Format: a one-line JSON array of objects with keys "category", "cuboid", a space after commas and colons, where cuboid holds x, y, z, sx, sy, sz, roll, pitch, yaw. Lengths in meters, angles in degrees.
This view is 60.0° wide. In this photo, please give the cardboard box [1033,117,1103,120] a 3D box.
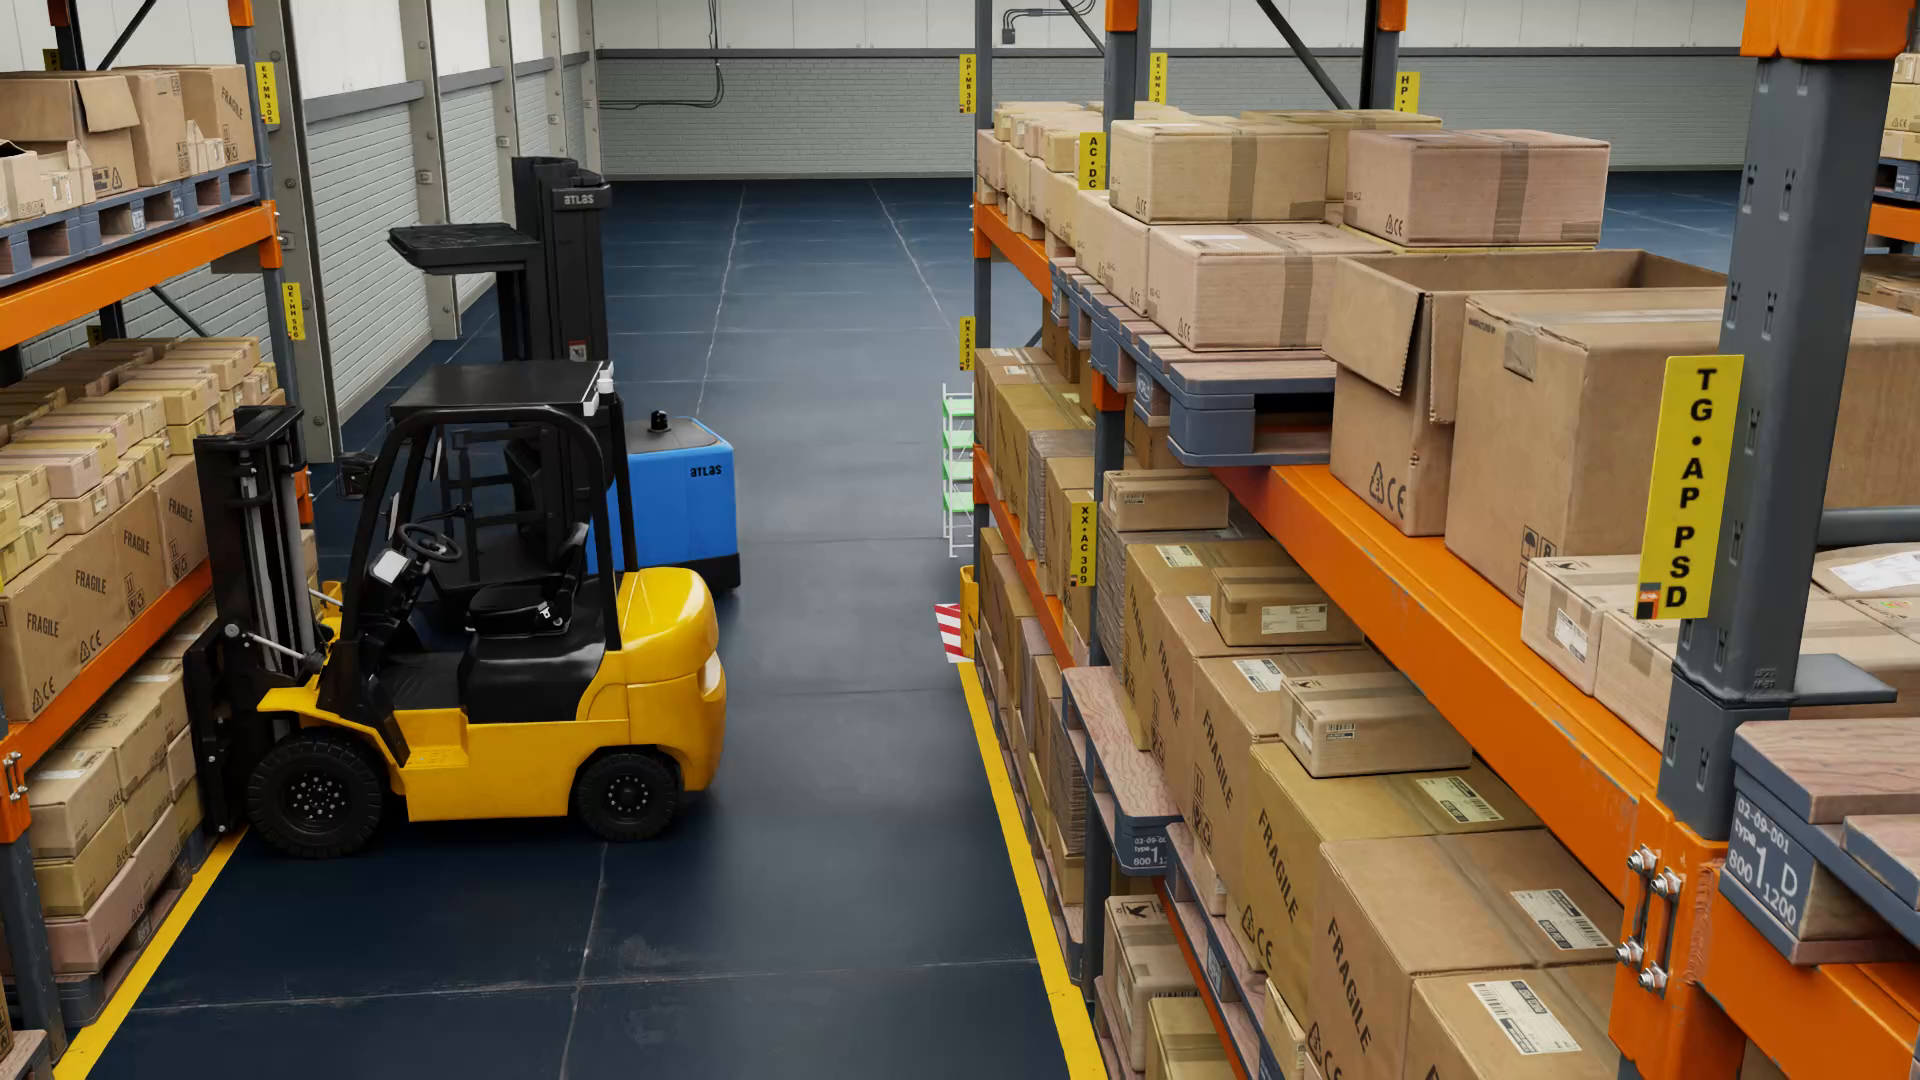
[{"category": "cardboard box", "cuboid": [0.547, -1.906, 7.822, 0.380, 0.149, 0.250, -1, 17, -4]}]

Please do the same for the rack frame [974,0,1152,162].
[{"category": "rack frame", "cuboid": [0.588, -3.644, 9.259, 1.000, 3.000, 0.127, -2, 18, -6]}]

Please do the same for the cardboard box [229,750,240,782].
[{"category": "cardboard box", "cuboid": [-3.826, 1.067, 8.161, 0.500, 0.250, 0.500, -1, 17, -4]}]

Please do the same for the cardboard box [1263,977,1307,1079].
[{"category": "cardboard box", "cuboid": [0.915, 1.123, 3.810, 0.380, 0.149, 0.250, -1, 17, -5]}]

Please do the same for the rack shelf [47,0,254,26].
[{"category": "rack shelf", "cuboid": [-4.143, -2.359, 7.037, 1.077, 0.370, 4.000, -2, 18, -6]}]

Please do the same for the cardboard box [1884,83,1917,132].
[{"category": "cardboard box", "cuboid": [5.349, -2.411, 9.227, 0.500, 0.250, 0.500, -2, 18, -6]}]

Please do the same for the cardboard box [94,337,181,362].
[{"category": "cardboard box", "cuboid": [-4.527, -1.019, 9.169, 0.380, 0.149, 0.250, -2, 18, -7]}]

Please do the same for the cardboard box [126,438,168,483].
[{"category": "cardboard box", "cuboid": [-3.847, -0.357, 7.555, 0.380, 0.149, 0.250, -2, 18, -7]}]

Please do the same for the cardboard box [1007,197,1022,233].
[{"category": "cardboard box", "cuboid": [0.436, -1.599, 8.174, 0.380, 0.149, 0.250, -2, 17, -5]}]

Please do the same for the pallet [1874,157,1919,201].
[{"category": "pallet", "cuboid": [5.588, -2.132, 9.602, 1.003, 0.211, 1.213, -2, 18, -6]}]

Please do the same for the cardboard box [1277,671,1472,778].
[{"category": "cardboard box", "cuboid": [0.964, 0.424, 3.871, 0.380, 0.149, 0.250, -3, 18, -8]}]

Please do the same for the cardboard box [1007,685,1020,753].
[{"category": "cardboard box", "cuboid": [0.510, 0.894, 8.712, 0.500, 0.250, 0.500, -1, 17, -2]}]

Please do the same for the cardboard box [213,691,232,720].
[{"category": "cardboard box", "cuboid": [-3.825, 0.834, 8.069, 0.500, 0.250, 0.500, -2, 18, -6]}]

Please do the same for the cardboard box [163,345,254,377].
[{"category": "cardboard box", "cuboid": [-4.046, -0.953, 8.959, 0.380, 0.149, 0.250, -2, 18, -6]}]

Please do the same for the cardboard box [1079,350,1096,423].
[{"category": "cardboard box", "cuboid": [0.971, -0.850, 8.043, 0.700, 0.500, 0.500, -2, 18, -6]}]

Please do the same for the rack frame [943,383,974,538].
[{"category": "rack frame", "cuboid": [-0.008, -0.596, 12.572, 0.240, 1.200, 0.015, -2, 18, -6]}]

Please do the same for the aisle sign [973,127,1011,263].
[{"category": "aisle sign", "cuboid": [0.273, -2.030, 9.797, 0.394, 0.787, 0.004, -2, 18, -6]}]

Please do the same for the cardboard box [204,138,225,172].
[{"category": "cardboard box", "cuboid": [-3.961, -1.949, 8.420, 0.380, 0.149, 0.250, -2, 18, -7]}]

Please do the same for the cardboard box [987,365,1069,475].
[{"category": "cardboard box", "cuboid": [0.417, -0.667, 9.130, 0.500, 0.500, 0.500, -1, 17, -4]}]

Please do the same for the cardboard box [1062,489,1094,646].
[{"category": "cardboard box", "cuboid": [0.707, 0.096, 6.699, 0.500, 0.500, 0.500, -2, 18, -7]}]

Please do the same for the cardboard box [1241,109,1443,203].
[{"category": "cardboard box", "cuboid": [1.187, -1.219, 5.260, 0.500, 0.250, 0.500, -1, 17, -4]}]

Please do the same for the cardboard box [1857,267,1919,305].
[{"category": "cardboard box", "cuboid": [5.649, -1.278, 9.688, 0.875, 0.550, 0.550, -2, 18, -6]}]

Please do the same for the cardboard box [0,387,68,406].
[{"category": "cardboard box", "cuboid": [-4.500, -0.629, 7.926, 0.380, 0.149, 0.250, -2, 18, -7]}]

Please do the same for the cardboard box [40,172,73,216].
[{"category": "cardboard box", "cuboid": [-3.760, -1.366, 6.565, 0.380, 0.149, 0.250, -1, 17, -4]}]

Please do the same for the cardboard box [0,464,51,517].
[{"category": "cardboard box", "cuboid": [-3.826, -0.189, 6.525, 0.380, 0.149, 0.250, -2, 18, -7]}]

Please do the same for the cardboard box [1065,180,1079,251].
[{"category": "cardboard box", "cuboid": [0.687, -1.215, 6.284, 0.500, 0.250, 0.500, -2, 18, -6]}]

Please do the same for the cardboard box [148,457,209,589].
[{"category": "cardboard box", "cuboid": [-3.877, -0.079, 7.754, 0.500, 0.500, 0.500, -2, 18, -5]}]

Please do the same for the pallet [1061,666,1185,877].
[{"category": "pallet", "cuboid": [0.935, 0.734, 5.651, 1.003, 0.211, 1.213, -2, 18, -6]}]

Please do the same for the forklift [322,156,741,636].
[{"category": "forklift", "cuboid": [-3.068, -0.956, 10.828, 3.031, 2.935, 1.130, -8, 19, -24]}]

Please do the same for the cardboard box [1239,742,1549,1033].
[{"category": "cardboard box", "cuboid": [0.972, 0.781, 3.816, 0.500, 0.500, 0.500, -3, 18, -9]}]

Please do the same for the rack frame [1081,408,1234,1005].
[{"category": "rack frame", "cuboid": [1.000, 0.410, 6.362, 1.000, 3.000, 0.127, -2, 18, -6]}]

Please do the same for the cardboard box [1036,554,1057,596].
[{"category": "cardboard box", "cuboid": [0.556, 0.141, 7.638, 0.380, 0.149, 0.250, -2, 18, -6]}]

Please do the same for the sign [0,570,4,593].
[{"category": "sign", "cuboid": [-3.398, 0.031, 5.771, 0.100, 0.325, 0.005, -2, 18, -6]}]

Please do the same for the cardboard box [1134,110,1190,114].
[{"category": "cardboard box", "cuboid": [0.942, -2.078, 8.367, 0.380, 0.149, 0.250, -2, 18, -6]}]

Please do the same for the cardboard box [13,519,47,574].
[{"category": "cardboard box", "cuboid": [-3.736, 0.028, 6.332, 0.380, 0.149, 0.250, -1, 17, -4]}]

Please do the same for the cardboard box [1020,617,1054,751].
[{"category": "cardboard box", "cuboid": [0.565, 0.693, 8.100, 0.500, 0.500, 0.500, -1, 17, -3]}]

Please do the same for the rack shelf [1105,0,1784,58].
[{"category": "rack shelf", "cuboid": [1.207, -1.322, 3.733, 1.077, 0.370, 4.000, -2, 18, -6]}]

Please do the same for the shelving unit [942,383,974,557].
[{"category": "shelving unit", "cuboid": [0.017, -0.523, 12.340, 0.258, 1.200, 0.503, -2, 18, -6]}]

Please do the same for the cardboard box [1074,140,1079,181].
[{"category": "cardboard box", "cuboid": [0.648, -1.444, 6.349, 0.380, 0.149, 0.250, -2, 18, -7]}]

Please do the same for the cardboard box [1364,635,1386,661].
[{"category": "cardboard box", "cuboid": [1.376, 0.453, 4.863, 0.500, 0.500, 0.500, -1, 17, -4]}]

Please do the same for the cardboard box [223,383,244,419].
[{"category": "cardboard box", "cuboid": [-4.013, -0.735, 8.760, 0.380, 0.149, 0.250, -1, 17, -5]}]

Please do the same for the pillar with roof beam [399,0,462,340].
[{"category": "pillar with roof beam", "cuboid": [-2.129, -6.962, 19.829, 9.100, 9.000, 0.400, -2, 18, -6]}]

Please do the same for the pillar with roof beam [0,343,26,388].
[{"category": "pillar with roof beam", "cuboid": [-0.892, -3.387, 8.441, 9.100, 9.000, 0.400, -2, 18, -6]}]

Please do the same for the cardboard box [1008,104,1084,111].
[{"category": "cardboard box", "cuboid": [0.463, -2.286, 9.032, 0.380, 0.149, 0.250, -2, 18, -6]}]

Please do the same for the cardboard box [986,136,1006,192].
[{"category": "cardboard box", "cuboid": [0.417, -1.974, 8.704, 0.500, 0.250, 0.500, -2, 18, -6]}]

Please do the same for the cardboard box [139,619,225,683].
[{"category": "cardboard box", "cuboid": [-3.826, 0.588, 8.015, 0.500, 0.250, 0.500, -2, 18, -7]}]

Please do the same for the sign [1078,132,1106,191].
[{"category": "sign", "cuboid": [0.462, -1.248, 5.774, 0.100, 0.325, 0.005, -2, 18, -6]}]

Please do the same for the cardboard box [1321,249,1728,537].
[{"category": "cardboard box", "cuboid": [1.227, -0.332, 3.546, 0.797, 0.503, 0.637, -2, 18, -6]}]

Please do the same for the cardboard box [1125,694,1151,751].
[{"category": "cardboard box", "cuboid": [0.760, 0.579, 5.543, 0.380, 0.149, 0.250, -1, 17, -5]}]

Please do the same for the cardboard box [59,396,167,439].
[{"category": "cardboard box", "cuboid": [-3.938, -0.569, 7.735, 0.380, 0.149, 0.250, -2, 17, -5]}]

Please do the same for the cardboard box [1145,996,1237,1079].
[{"category": "cardboard box", "cuboid": [1.135, 1.834, 5.513, 0.950, 0.372, 0.625, -1, 17, -2]}]
